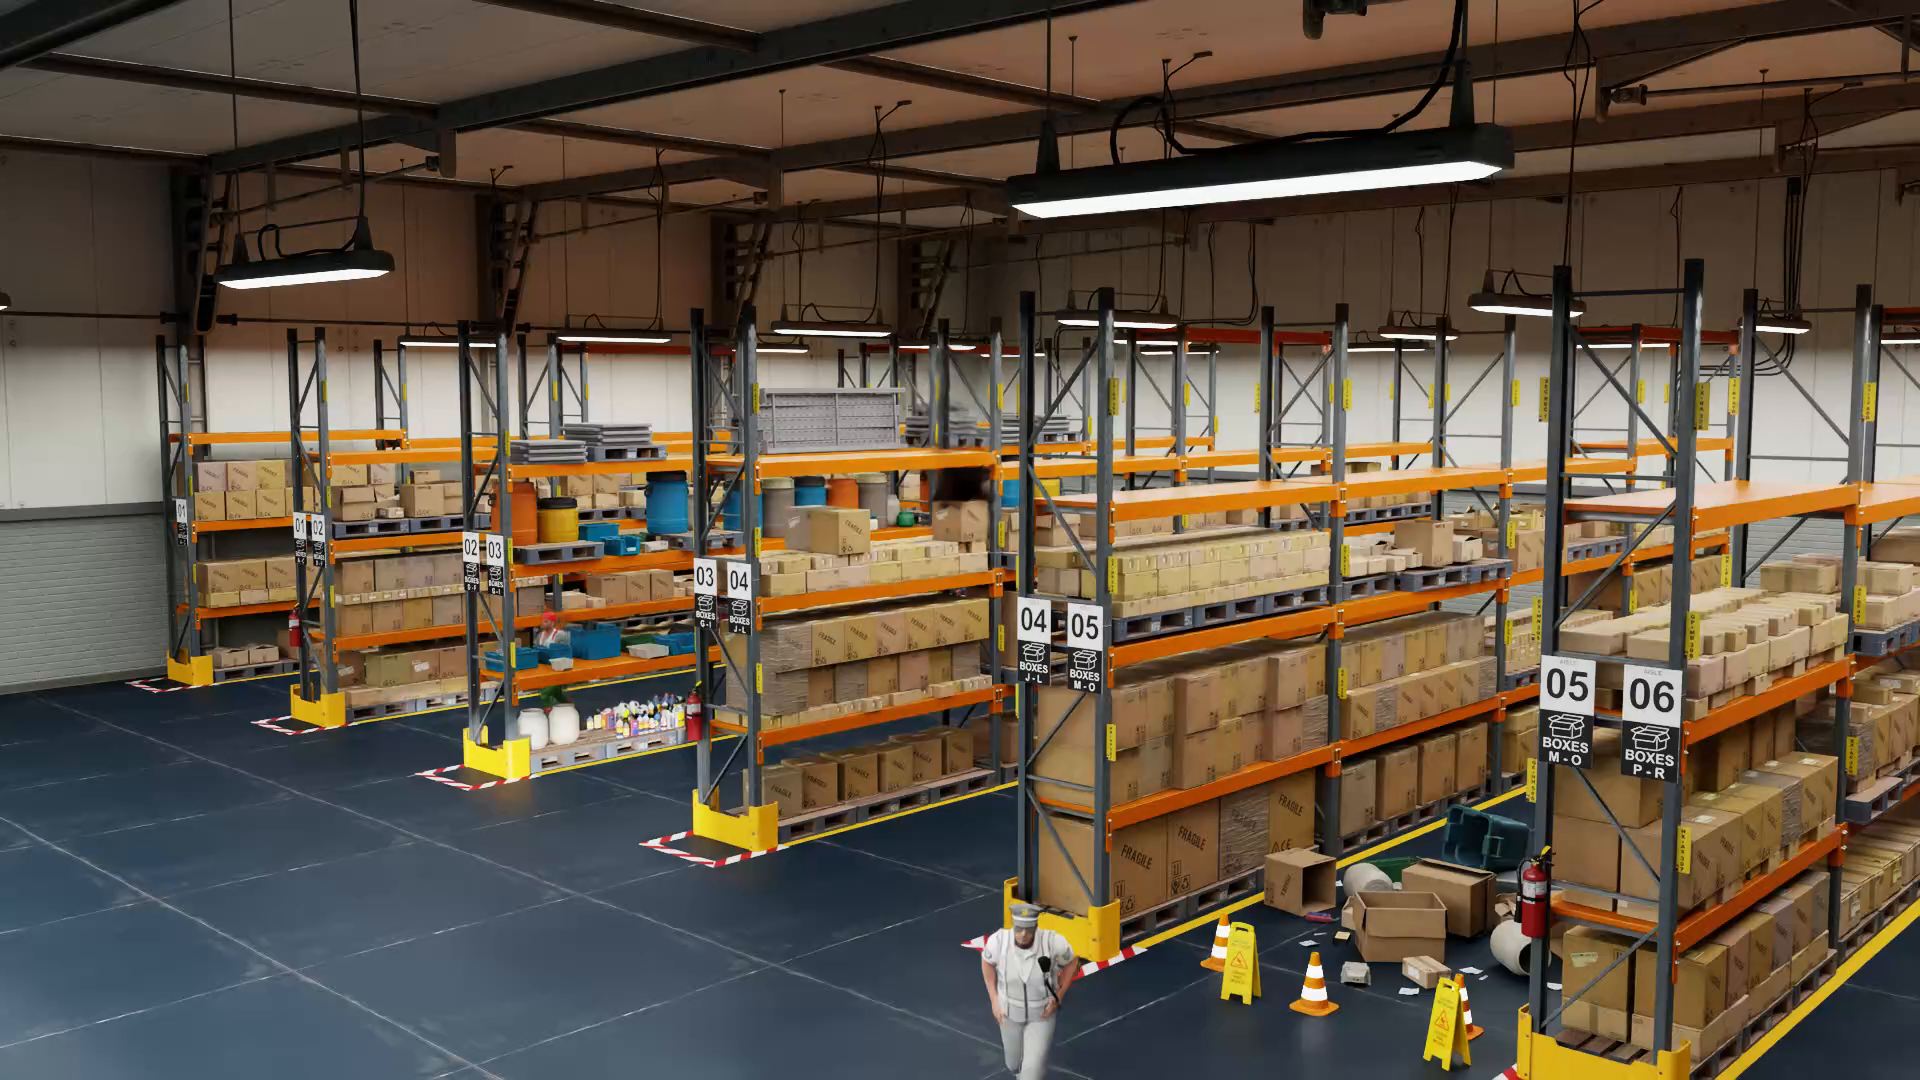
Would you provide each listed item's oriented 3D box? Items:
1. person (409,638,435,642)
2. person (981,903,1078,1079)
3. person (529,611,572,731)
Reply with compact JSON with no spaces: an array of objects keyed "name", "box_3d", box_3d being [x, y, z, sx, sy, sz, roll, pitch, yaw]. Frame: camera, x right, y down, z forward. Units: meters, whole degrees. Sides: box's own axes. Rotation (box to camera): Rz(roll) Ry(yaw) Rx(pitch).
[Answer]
[{"name":"person","box_3d":[-9.151,1.702,28.482,0.705,1.696,1.021,4,7,37]},{"name":"person","box_3d":[0.484,3.272,11.597,0.665,1.709,0.920,0,5,3]},{"name":"person","box_3d":[-6.002,1.961,24.525,0.646,1.839,0.863,5,7,42]}]
